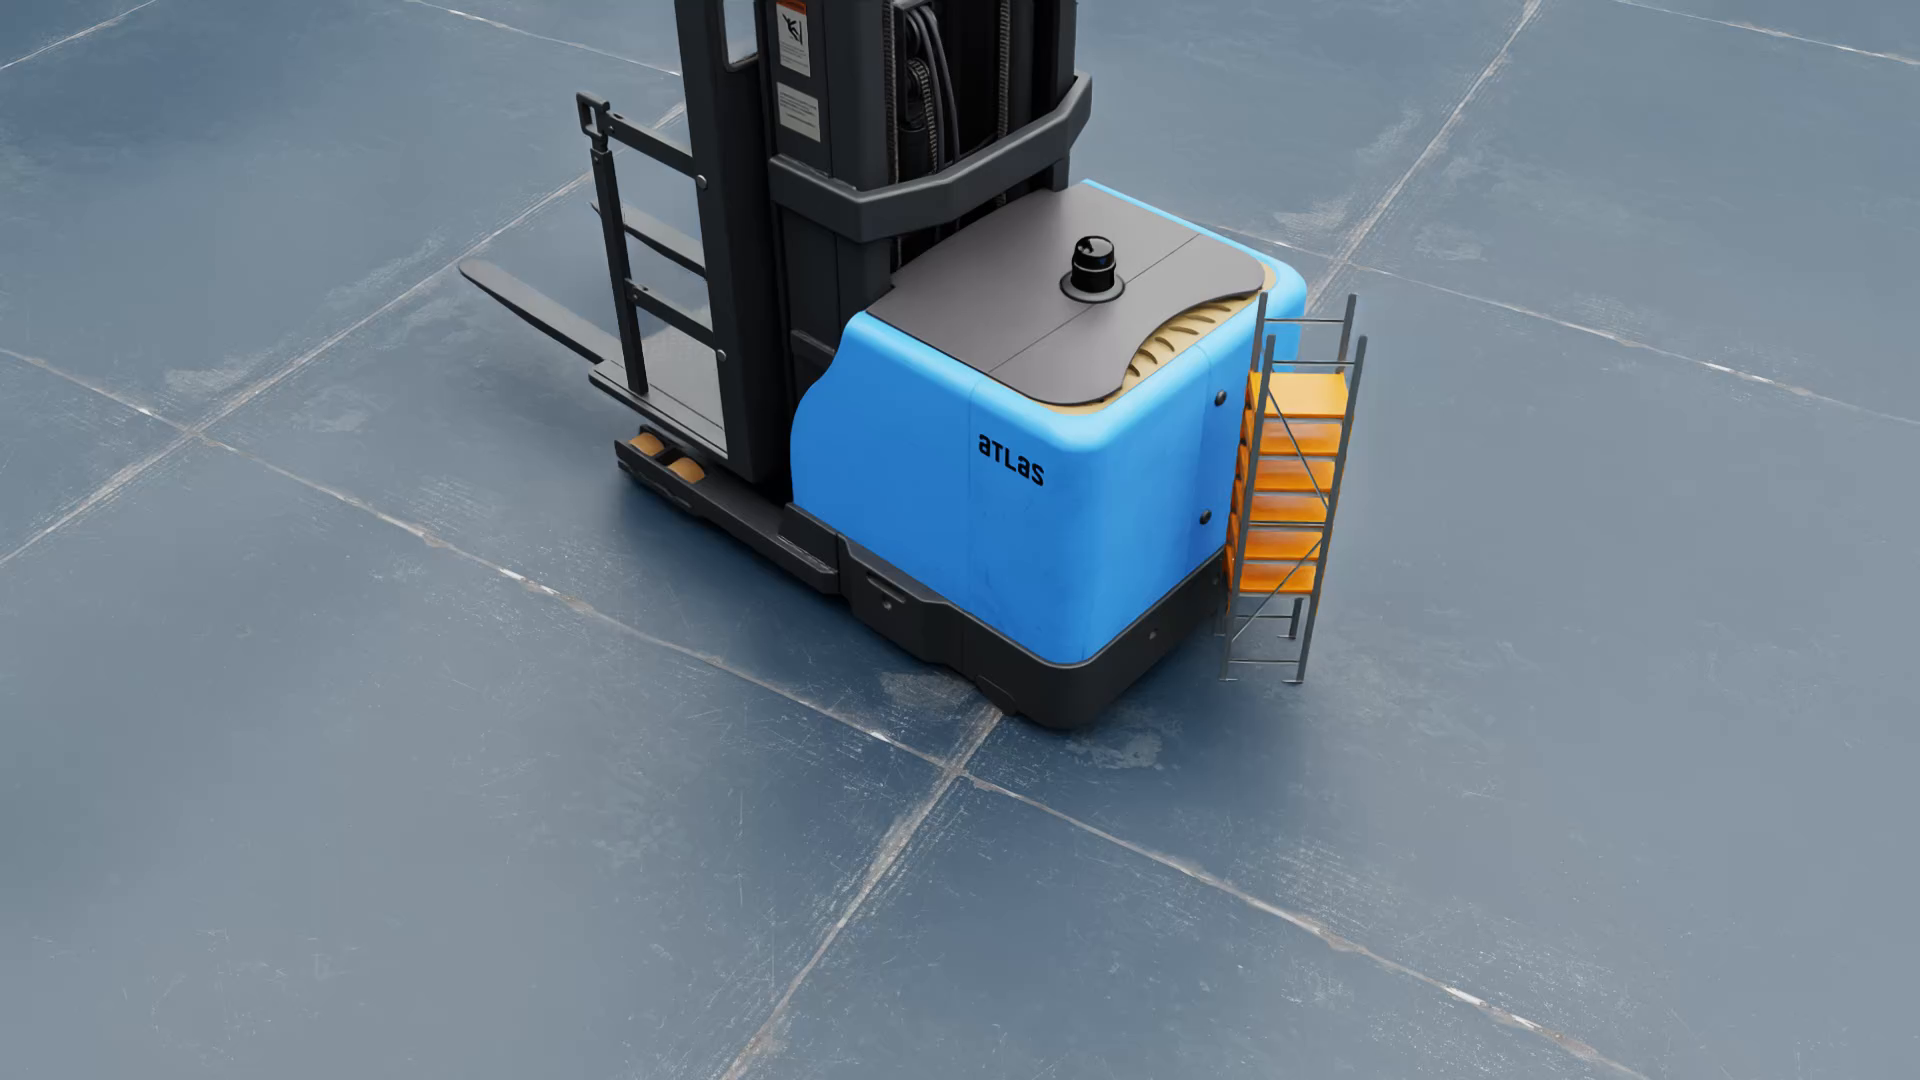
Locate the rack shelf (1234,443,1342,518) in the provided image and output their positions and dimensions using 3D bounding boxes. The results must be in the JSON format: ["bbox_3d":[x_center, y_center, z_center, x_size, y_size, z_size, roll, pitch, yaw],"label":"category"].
[{"bbox_3d":[0.865,-0.159,4.408,0.258,0.103,0.180,1,41,2],"label":"rack shelf"}]

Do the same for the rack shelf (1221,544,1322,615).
[{"bbox_3d":[0.867,0.111,4.645,0.258,0.103,0.180,1,41,2],"label":"rack shelf"}]

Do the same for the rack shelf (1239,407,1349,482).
[{"bbox_3d":[0.865,-0.249,4.328,0.258,0.103,0.180,1,41,2],"label":"rack shelf"}]

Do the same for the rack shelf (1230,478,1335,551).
[{"bbox_3d":[0.866,-0.069,4.487,0.258,0.103,0.180,1,41,2],"label":"rack shelf"}]

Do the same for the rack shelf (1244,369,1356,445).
[{"bbox_3d":[0.864,-0.340,4.249,0.258,0.103,0.180,1,41,2],"label":"rack shelf"}]

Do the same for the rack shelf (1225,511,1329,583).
[{"bbox_3d":[0.867,0.021,4.566,0.258,0.103,0.180,1,41,2],"label":"rack shelf"}]

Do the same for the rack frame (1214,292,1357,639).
[{"bbox_3d":[0.869,-0.163,4.526,0.240,1.200,0.006,1,41,2],"label":"rack frame"}]

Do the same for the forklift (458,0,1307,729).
[{"bbox_3d":[-0.484,-1.426,4.652,3.031,2.935,1.130,31,50,30],"label":"forklift"}]

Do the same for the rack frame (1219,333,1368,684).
[{"bbox_3d":[0.862,-0.042,4.389,0.240,1.200,0.006,1,41,2],"label":"rack frame"}]

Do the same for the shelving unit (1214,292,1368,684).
[{"bbox_3d":[0.866,-0.103,4.457,0.258,1.200,0.189,1,41,2],"label":"shelving unit"}]
